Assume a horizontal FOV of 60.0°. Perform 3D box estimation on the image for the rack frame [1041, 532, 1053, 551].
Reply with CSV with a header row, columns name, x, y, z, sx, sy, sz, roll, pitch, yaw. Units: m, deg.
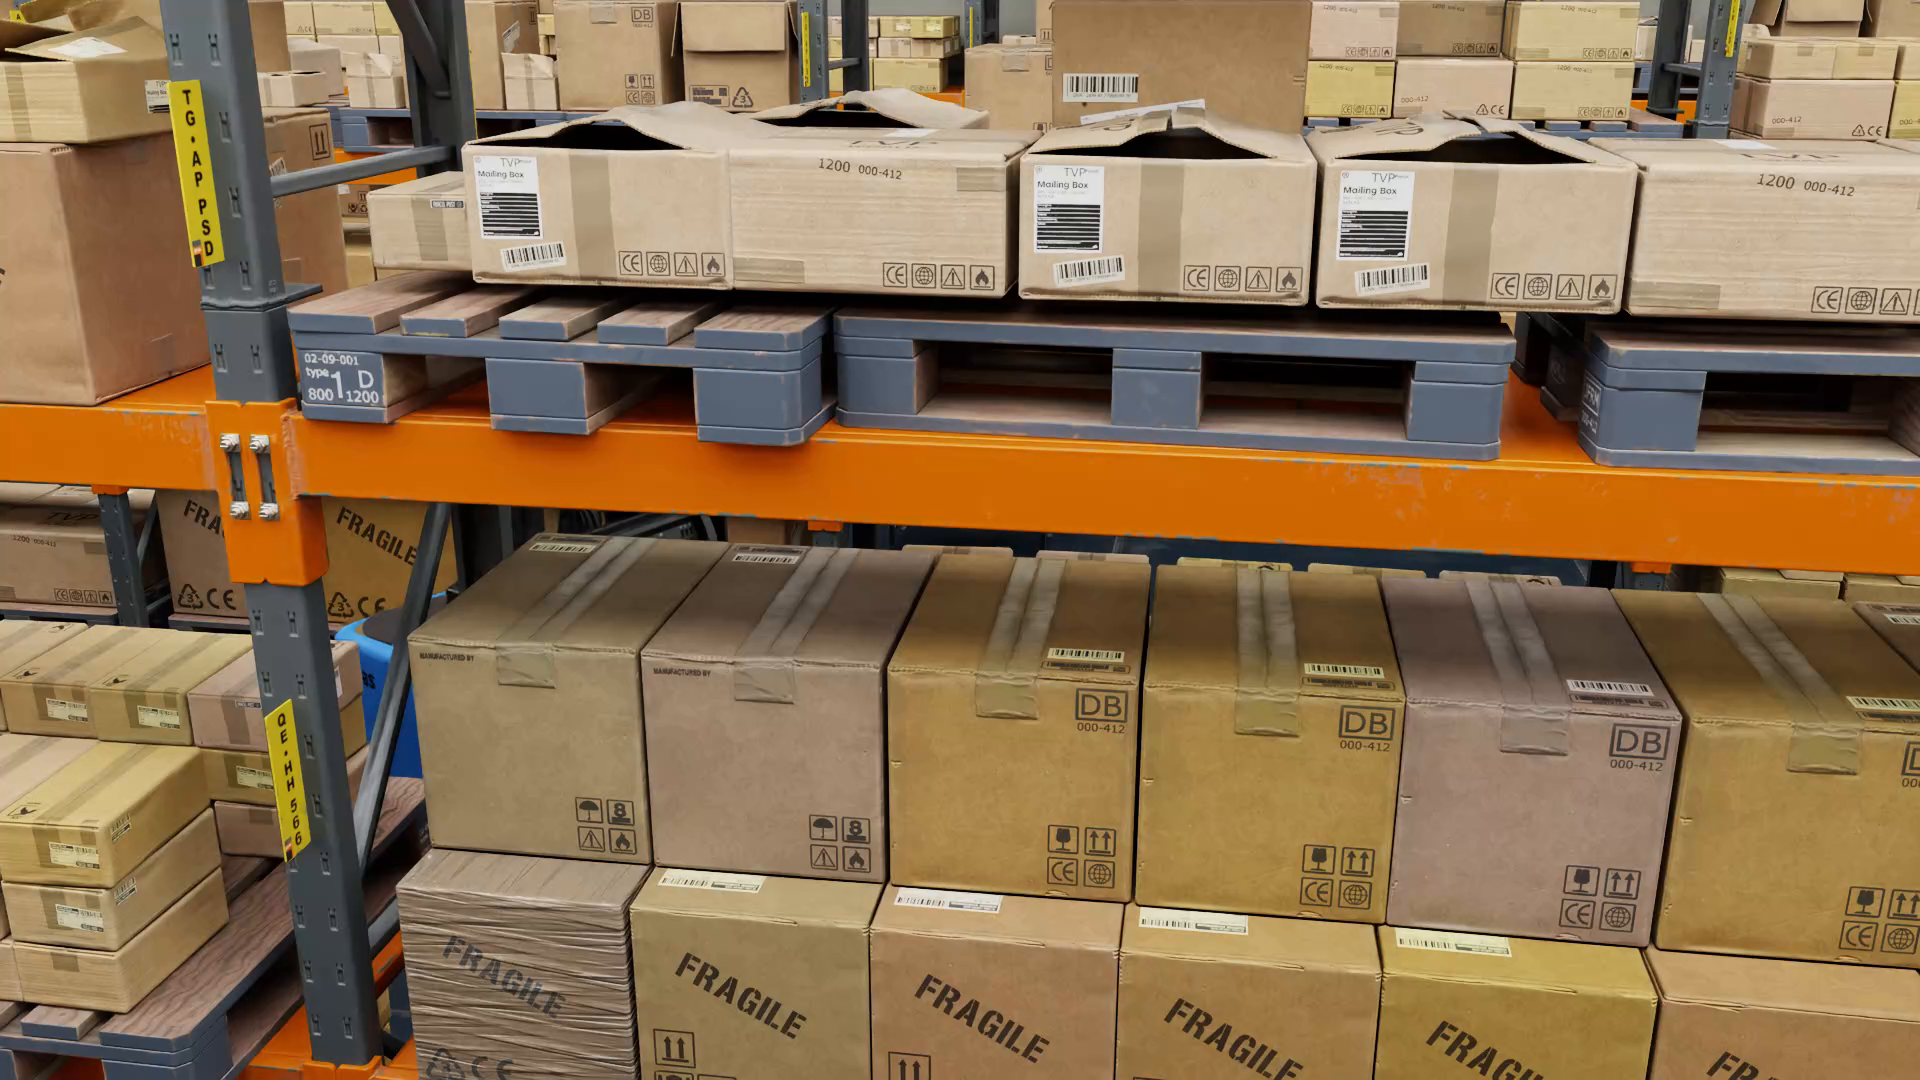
name,x,y,z,sx,sy,sz,roll,pitch,yaw
rack frame,0.586,-0.681,10.976,0.032,1.500,0.500,3,19,9

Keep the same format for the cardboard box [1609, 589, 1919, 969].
name,x,y,z,sx,sy,sz,roll,pitch,yaw
cardboard box,1.654,0.465,3.453,0.500,0.500,0.700,3,19,8

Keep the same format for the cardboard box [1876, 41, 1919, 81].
name,x,y,z,sx,sy,sz,roll,pitch,yaw
cardboard box,4.118,-2.064,7.157,0.250,0.149,0.380,2,19,7

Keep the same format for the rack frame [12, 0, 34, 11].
name,x,y,z,sx,sy,sz,roll,pitch,yaw
rack frame,-4.560,-3.769,8.385,0.127,3.000,1.000,3,19,9

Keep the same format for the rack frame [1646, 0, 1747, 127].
name,x,y,z,sx,sy,sz,roll,pitch,yaw
rack frame,3.338,-3.366,7.181,0.127,3.000,1.000,3,19,9

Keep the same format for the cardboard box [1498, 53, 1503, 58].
name,x,y,z,sx,sy,sz,roll,pitch,yaw
cardboard box,2.825,-2.227,8.078,0.500,0.250,0.500,2,19,7

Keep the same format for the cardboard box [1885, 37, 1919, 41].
name,x,y,z,sx,sy,sz,roll,pitch,yaw
cardboard box,4.474,-2.253,7.721,0.250,0.149,0.380,3,19,10

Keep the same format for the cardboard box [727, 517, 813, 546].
name,x,y,z,sx,sy,sz,roll,pitch,yaw
cardboard box,-1.280,0.025,9.187,0.875,0.875,0.875,3,19,8

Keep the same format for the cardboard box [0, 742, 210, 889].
name,x,y,z,sx,sy,sz,roll,pitch,yaw
cardboard box,-1.853,0.590,3.608,0.250,0.149,0.380,2,19,6

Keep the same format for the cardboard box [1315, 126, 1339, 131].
name,x,y,z,sx,sy,sz,roll,pitch,yaw
cardboard box,0.839,-0.731,3.426,0.258,0.266,0.396,3,19,9

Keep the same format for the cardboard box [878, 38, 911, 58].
name,x,y,z,sx,sy,sz,roll,pitch,yaw
cardboard box,-0.469,-3.780,12.753,0.250,0.149,0.380,2,19,7

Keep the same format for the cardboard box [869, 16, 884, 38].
name,x,y,z,sx,sy,sz,roll,pitch,yaw
cardboard box,-0.727,-3.928,12.726,0.250,0.149,0.380,2,19,7

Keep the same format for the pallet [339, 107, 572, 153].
name,x,y,z,sx,sy,sz,roll,pitch,yaw
pallet,-2.360,-2.126,8.501,1.213,0.211,1.003,4,19,11

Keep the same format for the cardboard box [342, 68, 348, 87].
name,x,y,z,sx,sy,sz,roll,pitch,yaw
cardboard box,-4.925,-3.751,13.455,0.250,0.149,0.380,3,19,8

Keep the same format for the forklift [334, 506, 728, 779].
name,x,y,z,sx,sy,sz,roll,pitch,yaw
forklift,-1.098,0.140,6.266,3.031,2.935,1.130,13,22,33

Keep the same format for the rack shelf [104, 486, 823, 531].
name,x,y,z,sx,sy,sz,roll,pitch,yaw
rack shelf,-2.586,-0.482,9.150,4.000,0.370,1.077,3,19,9

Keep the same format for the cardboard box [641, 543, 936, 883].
name,x,y,z,sx,sy,sz,roll,pitch,yaw
cardboard box,-0.355,0.363,3.759,0.500,0.500,0.700,3,19,8

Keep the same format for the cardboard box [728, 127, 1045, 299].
name,x,y,z,sx,sy,sz,roll,pitch,yaw
cardboard box,-0.122,-0.634,3.160,0.500,0.250,0.500,3,19,10

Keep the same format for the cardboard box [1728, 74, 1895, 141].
name,x,y,z,sx,sy,sz,roll,pitch,yaw
cardboard box,3.729,-1.906,7.311,0.500,0.250,0.500,3,19,7

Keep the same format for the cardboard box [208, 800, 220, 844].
name,x,y,z,sx,sy,sz,roll,pitch,yaw
cardboard box,-1.971,0.654,4.355,0.250,0.149,0.380,4,19,11

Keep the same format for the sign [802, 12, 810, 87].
name,x,y,z,sx,sy,sz,roll,pitch,yaw
sign,-0.707,-2.254,7.646,0.005,0.325,0.100,3,19,9

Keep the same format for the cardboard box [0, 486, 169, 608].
name,x,y,z,sx,sy,sz,roll,pitch,yaw
cardboard box,-5.163,0.027,9.871,0.875,0.438,0.875,3,19,8

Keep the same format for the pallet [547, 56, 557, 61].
name,x,y,z,sx,sy,sz,roll,pitch,yaw
pallet,-3.144,-3.757,13.375,1.003,0.211,1.213,3,19,9

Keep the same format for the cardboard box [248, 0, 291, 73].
name,x,y,z,sx,sy,sz,roll,pitch,yaw
cardboard box,-3.736,-2.458,8.374,0.500,0.500,0.500,3,19,8

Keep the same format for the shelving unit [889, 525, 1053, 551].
name,x,y,z,sx,sy,sz,roll,pitch,yaw
shelving unit,0.084,-0.707,11.052,1.048,1.500,0.538,3,19,9

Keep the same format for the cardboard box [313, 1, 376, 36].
name,x,y,z,sx,sy,sz,roll,pitch,yaw
cardboard box,-4.816,-4.181,13.325,0.500,0.250,0.500,3,19,8

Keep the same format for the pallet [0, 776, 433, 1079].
name,x,y,z,sx,sy,sz,roll,pitch,yaw
pallet,-2.017,0.922,4.123,1.003,0.211,1.213,3,19,9

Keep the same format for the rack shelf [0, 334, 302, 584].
name,x,y,z,sx,sy,sz,roll,pitch,yaw
rack shelf,-3.271,-0.349,4.024,4.000,0.370,1.077,3,19,9

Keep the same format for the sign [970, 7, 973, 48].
name,x,y,z,sx,sy,sz,roll,pitch,yaw
sign,0.084,-3.775,12.317,0.005,0.325,0.100,3,19,9

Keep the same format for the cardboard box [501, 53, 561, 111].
name,x,y,z,sx,sy,sz,roll,pitch,yaw
cardboard box,-2.026,-2.240,8.093,0.258,0.266,0.396,2,19,7

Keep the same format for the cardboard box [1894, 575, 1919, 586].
name,x,y,z,sx,sy,sz,roll,pitch,yaw
cardboard box,4.500,0.085,7.789,0.250,0.149,0.380,4,19,11

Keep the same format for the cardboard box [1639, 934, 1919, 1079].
name,x,y,z,sx,sy,sz,roll,pitch,yaw
cardboard box,1.596,1.019,3.371,0.500,0.500,0.500,3,19,8

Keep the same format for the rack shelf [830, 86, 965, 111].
name,x,y,z,sx,sy,sz,roll,pitch,yaw
rack shelf,-1.802,-3.460,13.322,4.000,0.370,1.077,3,19,9

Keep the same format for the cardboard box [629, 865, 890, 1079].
name,x,y,z,sx,sy,sz,roll,pitch,yaw
cardboard box,-0.394,0.918,3.675,0.500,0.500,0.500,3,19,8

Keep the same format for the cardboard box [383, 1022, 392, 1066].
name,x,y,z,sx,sy,sz,roll,pitch,yaw
cardboard box,-1.954,1.704,4.760,0.500,0.500,0.500,2,19,6

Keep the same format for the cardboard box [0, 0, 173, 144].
name,x,y,z,sx,sy,sz,roll,pitch,yaw
cardboard box,-1.737,-0.938,3.289,0.258,0.266,0.396,3,19,9

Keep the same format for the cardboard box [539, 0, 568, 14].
name,x,y,z,sx,sy,sz,roll,pitch,yaw
cardboard box,-3.198,-4.370,13.362,0.258,0.266,0.396,3,19,9

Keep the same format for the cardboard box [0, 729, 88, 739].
name,x,y,z,sx,sy,sz,roll,pitch,yaw
cardboard box,-2.274,0.500,4.347,0.250,0.149,0.380,2,19,7

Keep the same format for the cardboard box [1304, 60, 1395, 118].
name,x,y,z,sx,sy,sz,roll,pitch,yaw
cardboard box,1.737,-2.109,7.725,0.500,0.250,0.500,3,19,9

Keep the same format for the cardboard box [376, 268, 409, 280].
name,x,y,z,sx,sy,sz,roll,pitch,yaw
cardboard box,-2.659,-1.266,8.626,0.500,0.500,0.500,3,19,8

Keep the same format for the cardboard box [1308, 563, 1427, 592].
name,x,y,z,sx,sy,sz,roll,pitch,yaw
cardboard box,2.110,0.465,8.665,0.625,0.372,0.950,4,19,12

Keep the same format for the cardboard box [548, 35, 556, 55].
name,x,y,z,sx,sy,sz,roll,pitch,yaw
cardboard box,-3.029,-3.883,13.031,0.250,0.149,0.380,3,19,9

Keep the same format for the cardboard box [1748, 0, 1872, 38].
name,x,y,z,sx,sy,sz,roll,pitch,yaw
cardboard box,6.029,-3.663,11.815,0.637,0.503,0.797,4,19,10

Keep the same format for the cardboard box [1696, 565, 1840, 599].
name,x,y,z,sx,sy,sz,roll,pitch,yaw
cardboard box,3.878,0.342,8.042,0.500,0.500,0.500,4,19,11

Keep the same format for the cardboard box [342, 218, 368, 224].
name,x,y,z,sx,sy,sz,roll,pitch,yaw
cardboard box,-5.306,-2.548,13.958,0.500,0.250,0.500,3,19,8
